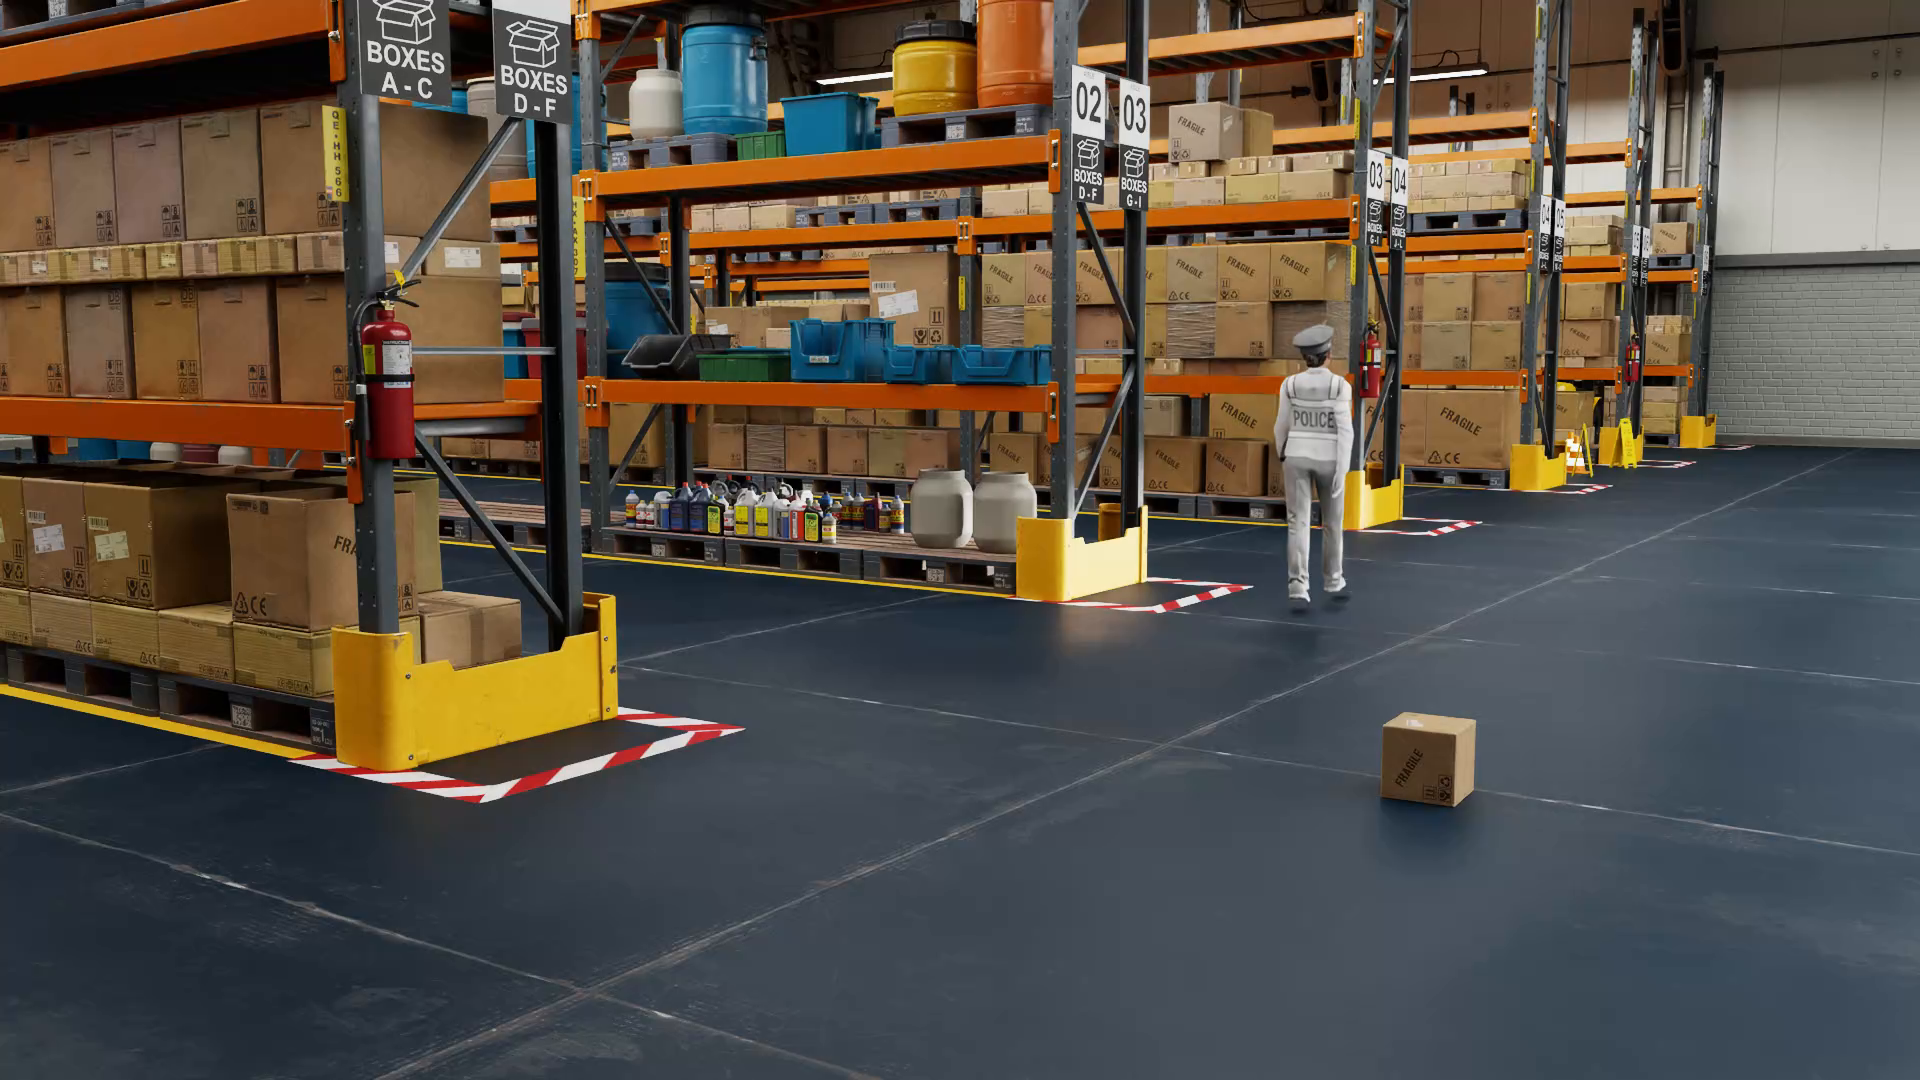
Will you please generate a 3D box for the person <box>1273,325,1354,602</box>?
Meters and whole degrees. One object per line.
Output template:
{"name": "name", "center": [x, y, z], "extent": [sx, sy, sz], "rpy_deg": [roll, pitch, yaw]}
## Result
{"name": "person", "center": [2.114, -0.468, 9.945], "extent": [0.481, 1.628, 1.008], "rpy_deg": [2, 7, 16]}
